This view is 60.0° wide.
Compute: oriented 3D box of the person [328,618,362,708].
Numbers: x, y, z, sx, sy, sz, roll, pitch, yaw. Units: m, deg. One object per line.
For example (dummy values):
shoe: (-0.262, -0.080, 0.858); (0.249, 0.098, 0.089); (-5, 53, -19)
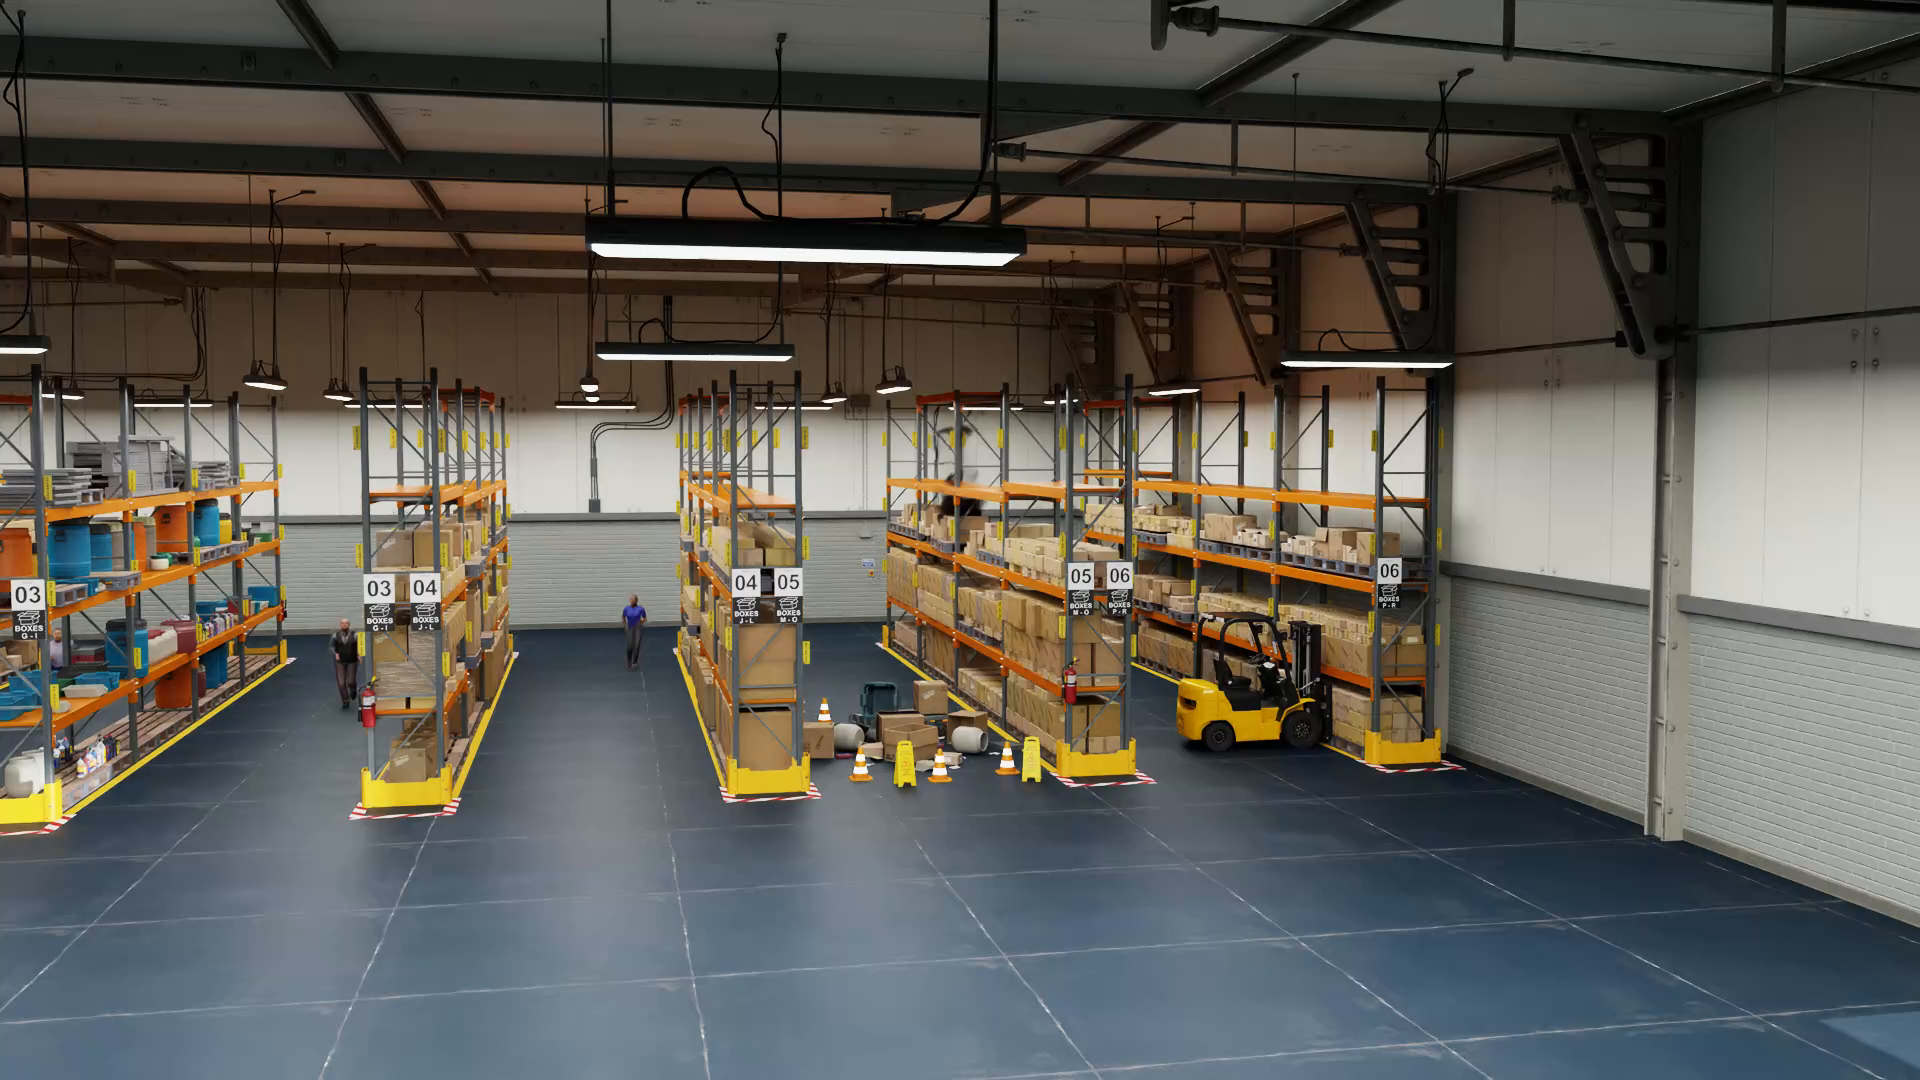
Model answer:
person: (-11.525, 2.312, 31.219); (0.658, 1.680, 0.579); (-1, 4, -15)

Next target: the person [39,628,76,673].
person: (-16.124, 2.385, 29.768); (0.598, 1.652, 0.933); (-1, 4, -21)

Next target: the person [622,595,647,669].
person: (-7.138, 2.016, 36.485); (0.555, 1.634, 0.632); (-1, 3, -10)
